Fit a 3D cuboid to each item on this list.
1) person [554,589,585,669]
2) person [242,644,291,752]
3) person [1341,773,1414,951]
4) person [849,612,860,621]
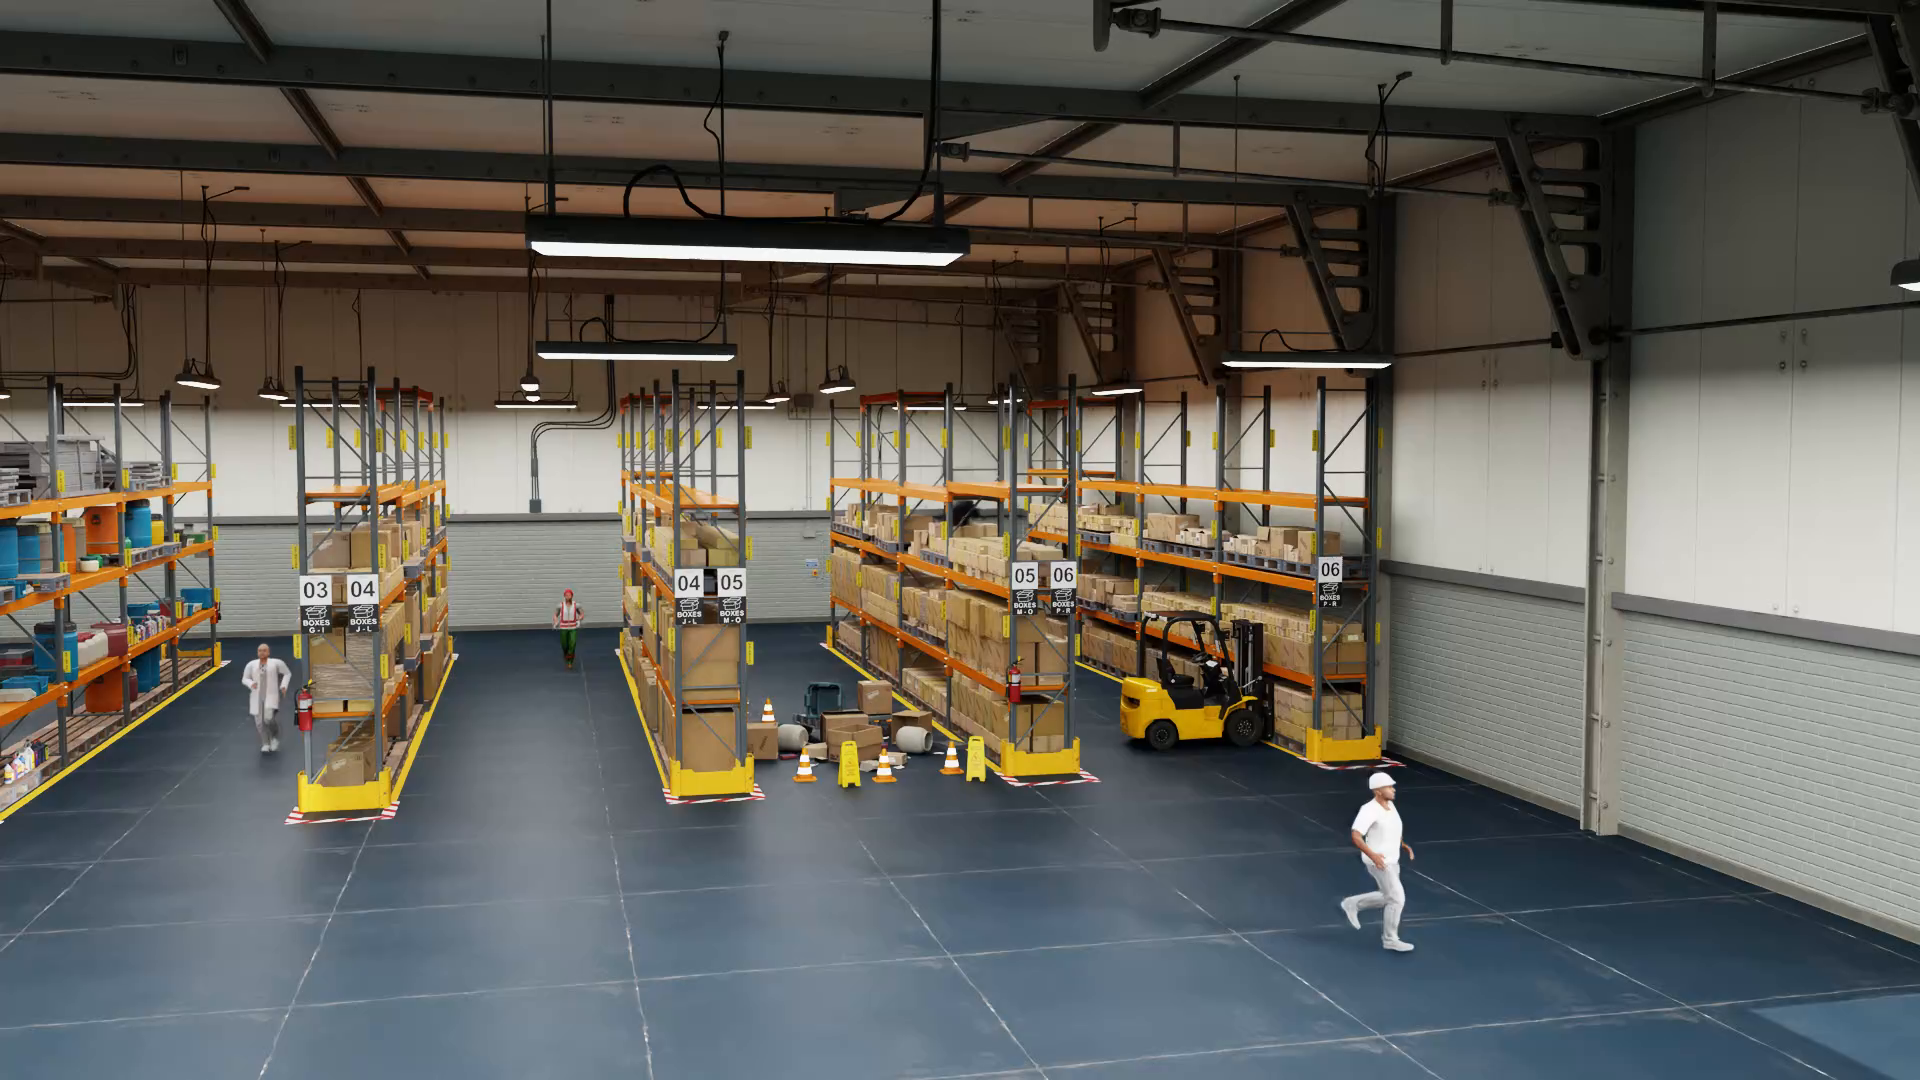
[{"bbox_3d":[-8.607,1.950,36.629,0.666,1.739,0.626,-1,4,-13],"label":"person"},{"bbox_3d":[-11.110,2.536,26.575,0.689,1.743,0.681,-1,3,-9],"label":"person"},{"bbox_3d":[4.117,3.153,16.425,0.795,1.733,0.739,2,4,36],"label":"person"},{"bbox_3d":[-2.525,1.631,41.790,0.648,1.711,0.711,1,4,17],"label":"person"}]
